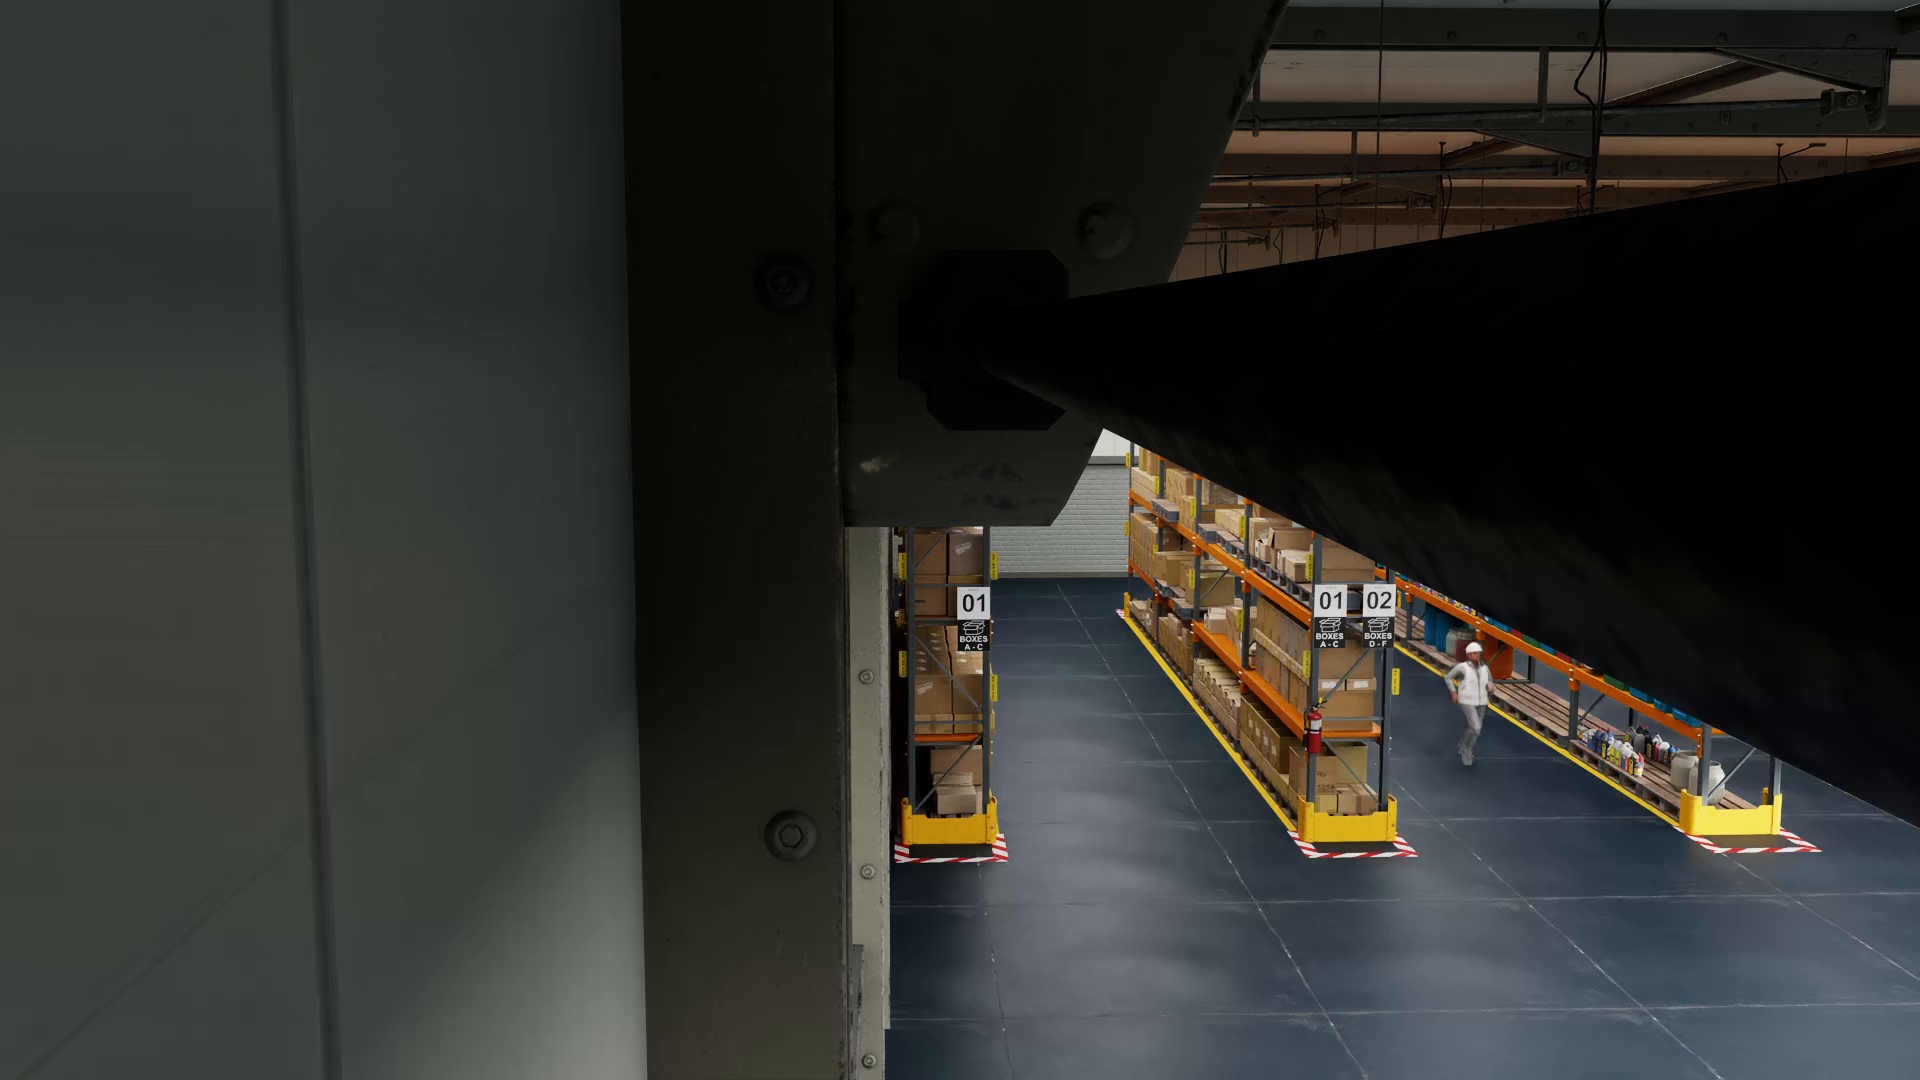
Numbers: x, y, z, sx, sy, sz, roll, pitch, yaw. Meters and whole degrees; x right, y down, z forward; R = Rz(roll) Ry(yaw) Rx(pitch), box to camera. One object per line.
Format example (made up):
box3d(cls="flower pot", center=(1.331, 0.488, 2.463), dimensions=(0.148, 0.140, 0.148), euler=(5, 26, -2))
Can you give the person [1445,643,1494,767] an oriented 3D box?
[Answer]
box3d(cls="person", center=(7.424, 2.380, 24.076), dimensions=(0.625, 1.792, 0.716), euler=(-3, 8, -19))
